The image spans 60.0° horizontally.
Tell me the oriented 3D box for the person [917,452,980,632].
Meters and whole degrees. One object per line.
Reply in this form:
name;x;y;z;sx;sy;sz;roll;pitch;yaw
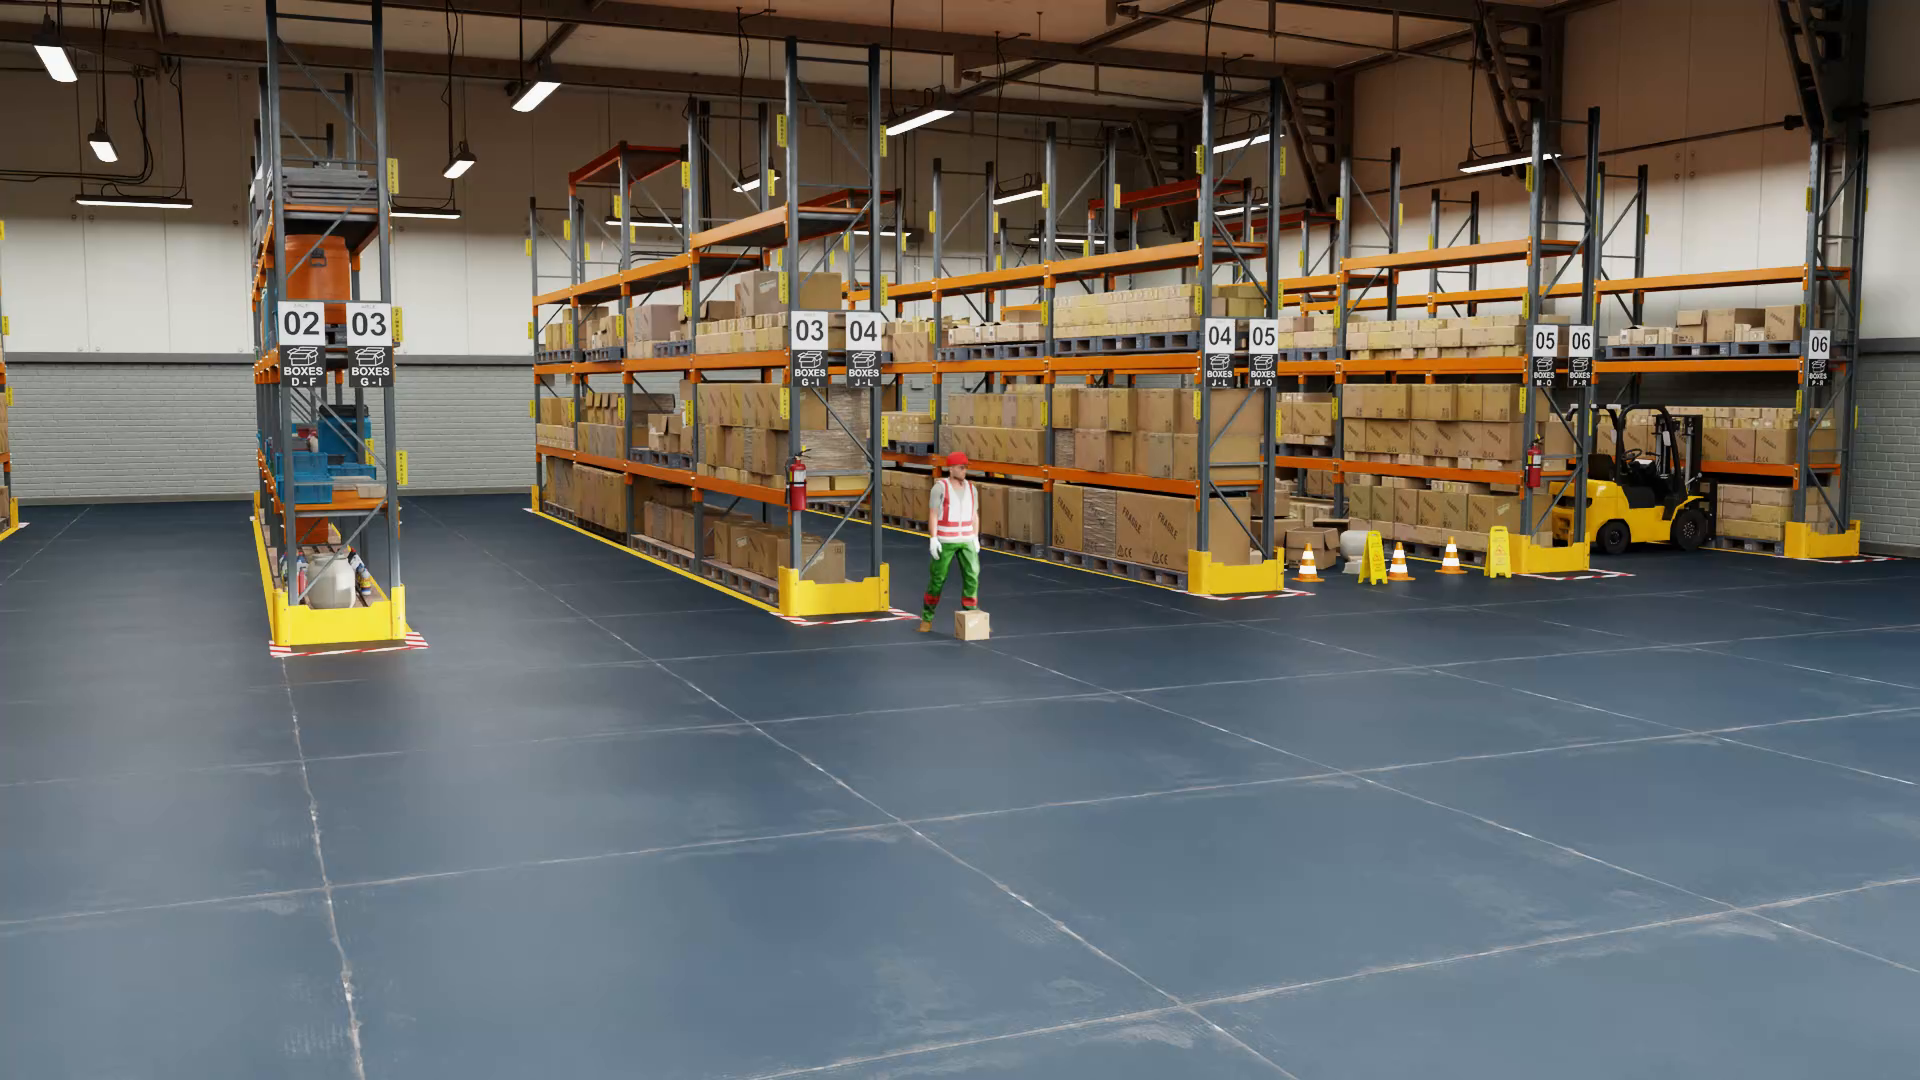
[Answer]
person;-0.085;0.030;16.384;0.613;1.802;0.623;-2;6;-24
